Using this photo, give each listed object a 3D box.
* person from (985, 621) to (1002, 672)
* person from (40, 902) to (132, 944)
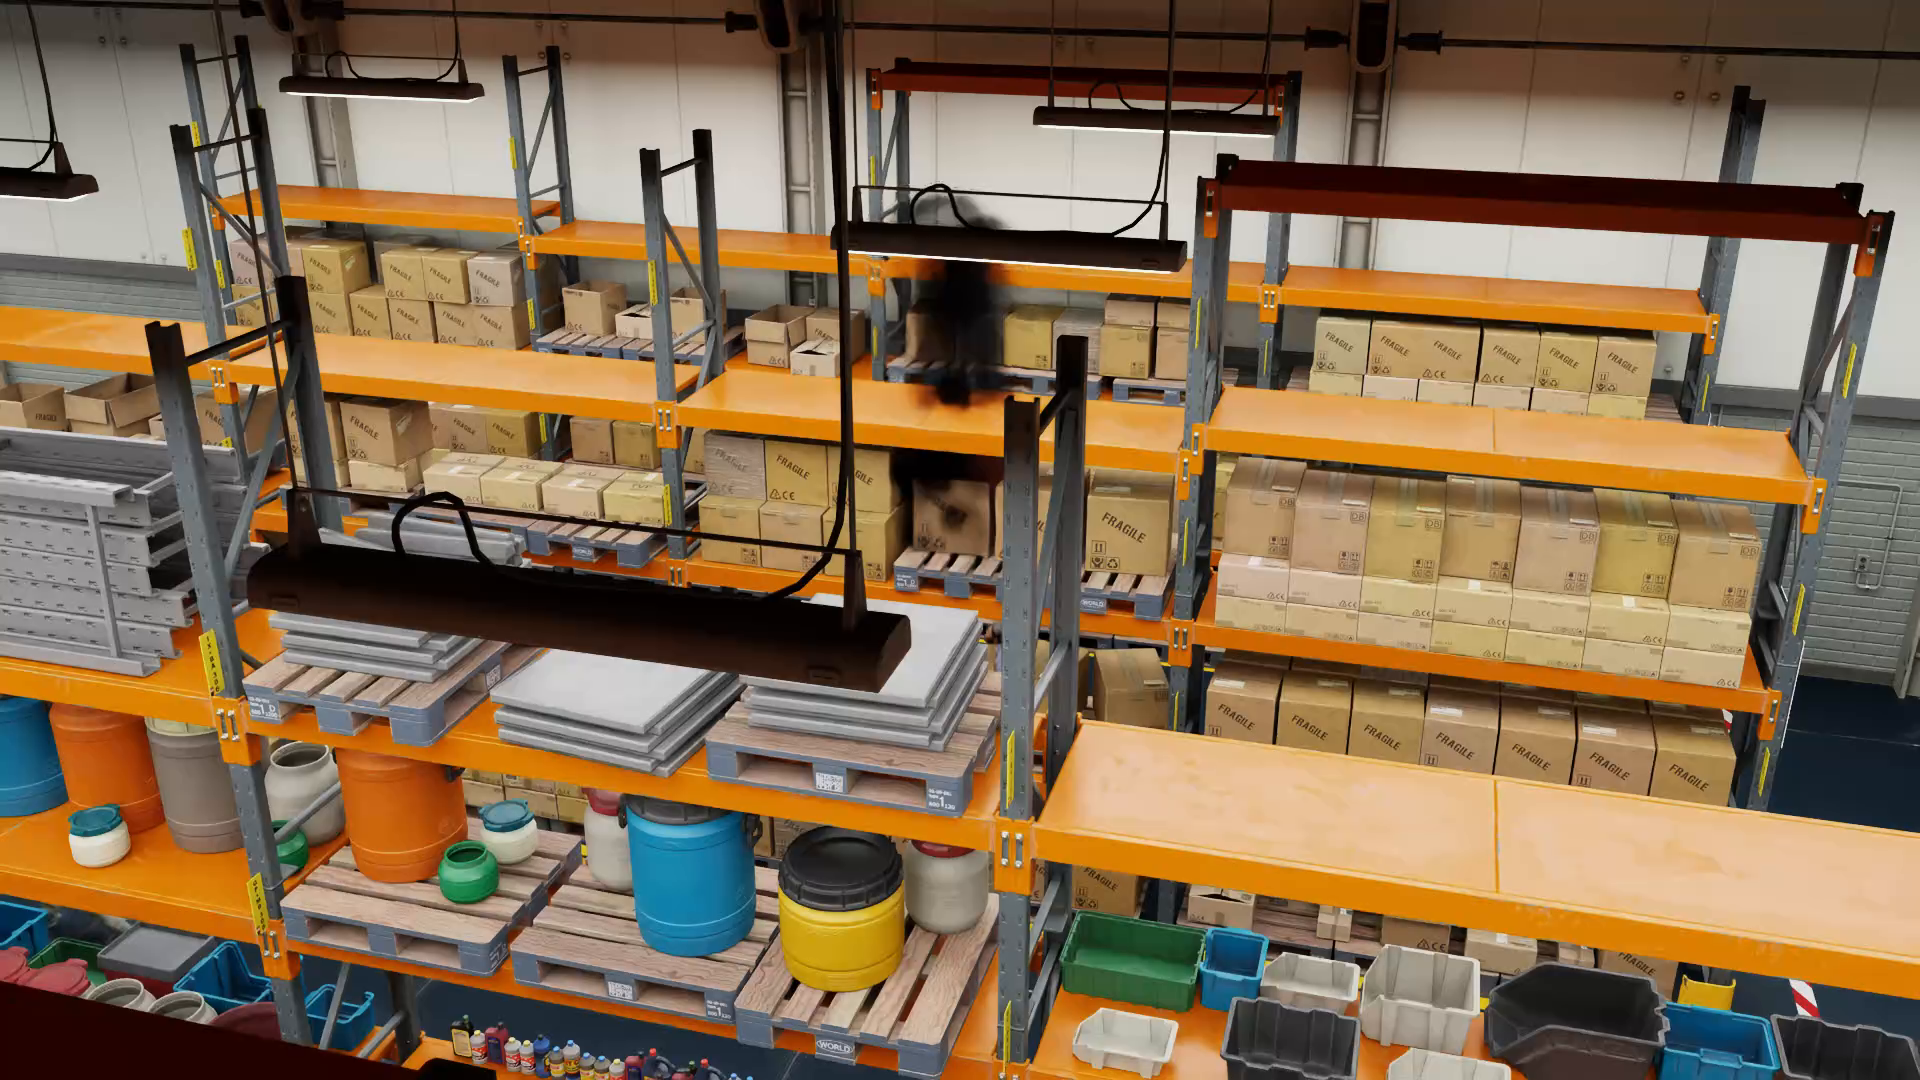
[{"bbox_3d":[0.380,1.474,15.149,0.561,1.601,0.595,5,23,12],"label":"person"},{"bbox_3d":[-6.908,2.431,12.835,0.962,1.680,0.604,4,23,10],"label":"person"}]
